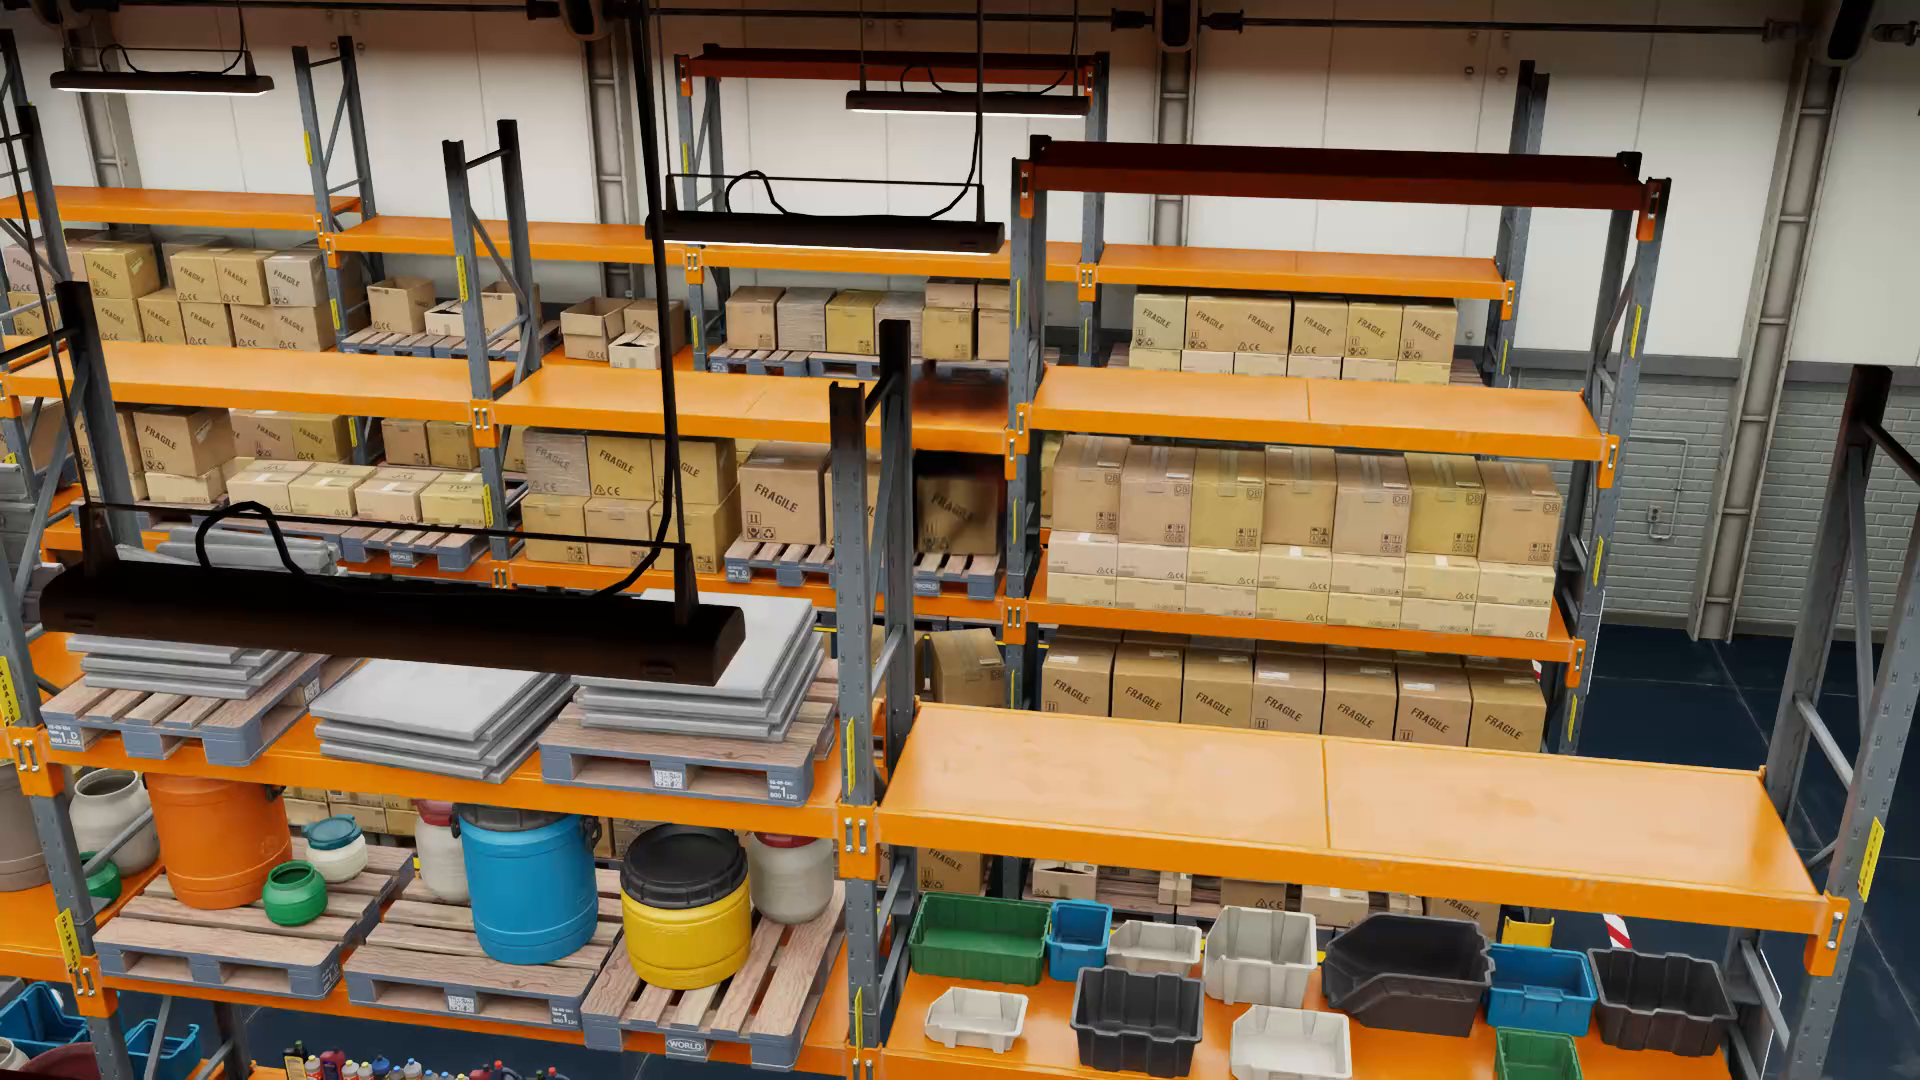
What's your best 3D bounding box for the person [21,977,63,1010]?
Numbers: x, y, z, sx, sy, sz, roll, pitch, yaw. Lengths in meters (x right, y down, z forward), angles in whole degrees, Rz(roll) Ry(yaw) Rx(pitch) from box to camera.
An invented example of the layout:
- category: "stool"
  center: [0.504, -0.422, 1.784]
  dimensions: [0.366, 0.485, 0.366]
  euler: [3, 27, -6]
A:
- category: "person"
  center: [-6.242, 3.008, 10.970]
  dimensions: [0.583, 1.798, 0.371]
  euler: [2, 23, 4]
